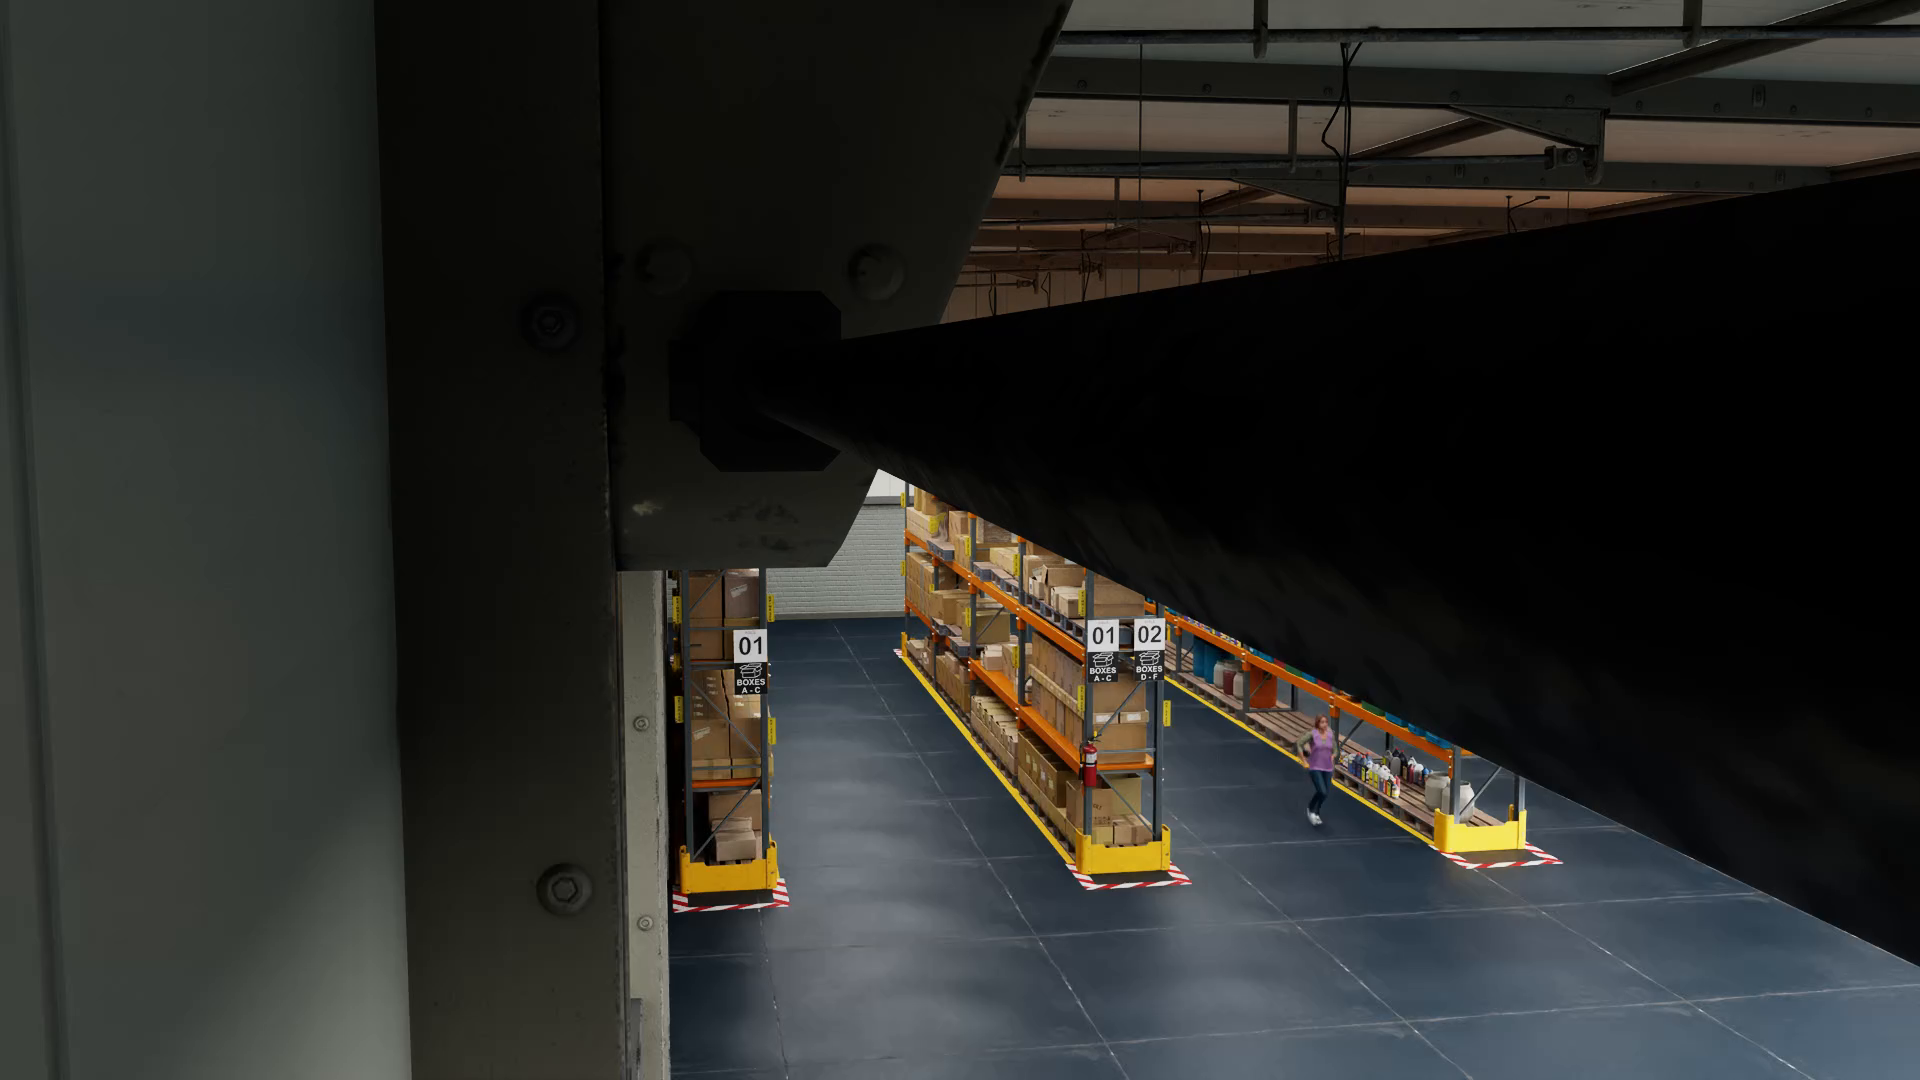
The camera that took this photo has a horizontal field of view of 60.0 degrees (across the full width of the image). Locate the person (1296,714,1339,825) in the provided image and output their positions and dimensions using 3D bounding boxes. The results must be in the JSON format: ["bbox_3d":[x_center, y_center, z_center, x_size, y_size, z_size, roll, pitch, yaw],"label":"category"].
[{"bbox_3d":[4.955,3.167,22.857,0.513,1.565,0.621,-2,6,-15],"label":"person"}]
